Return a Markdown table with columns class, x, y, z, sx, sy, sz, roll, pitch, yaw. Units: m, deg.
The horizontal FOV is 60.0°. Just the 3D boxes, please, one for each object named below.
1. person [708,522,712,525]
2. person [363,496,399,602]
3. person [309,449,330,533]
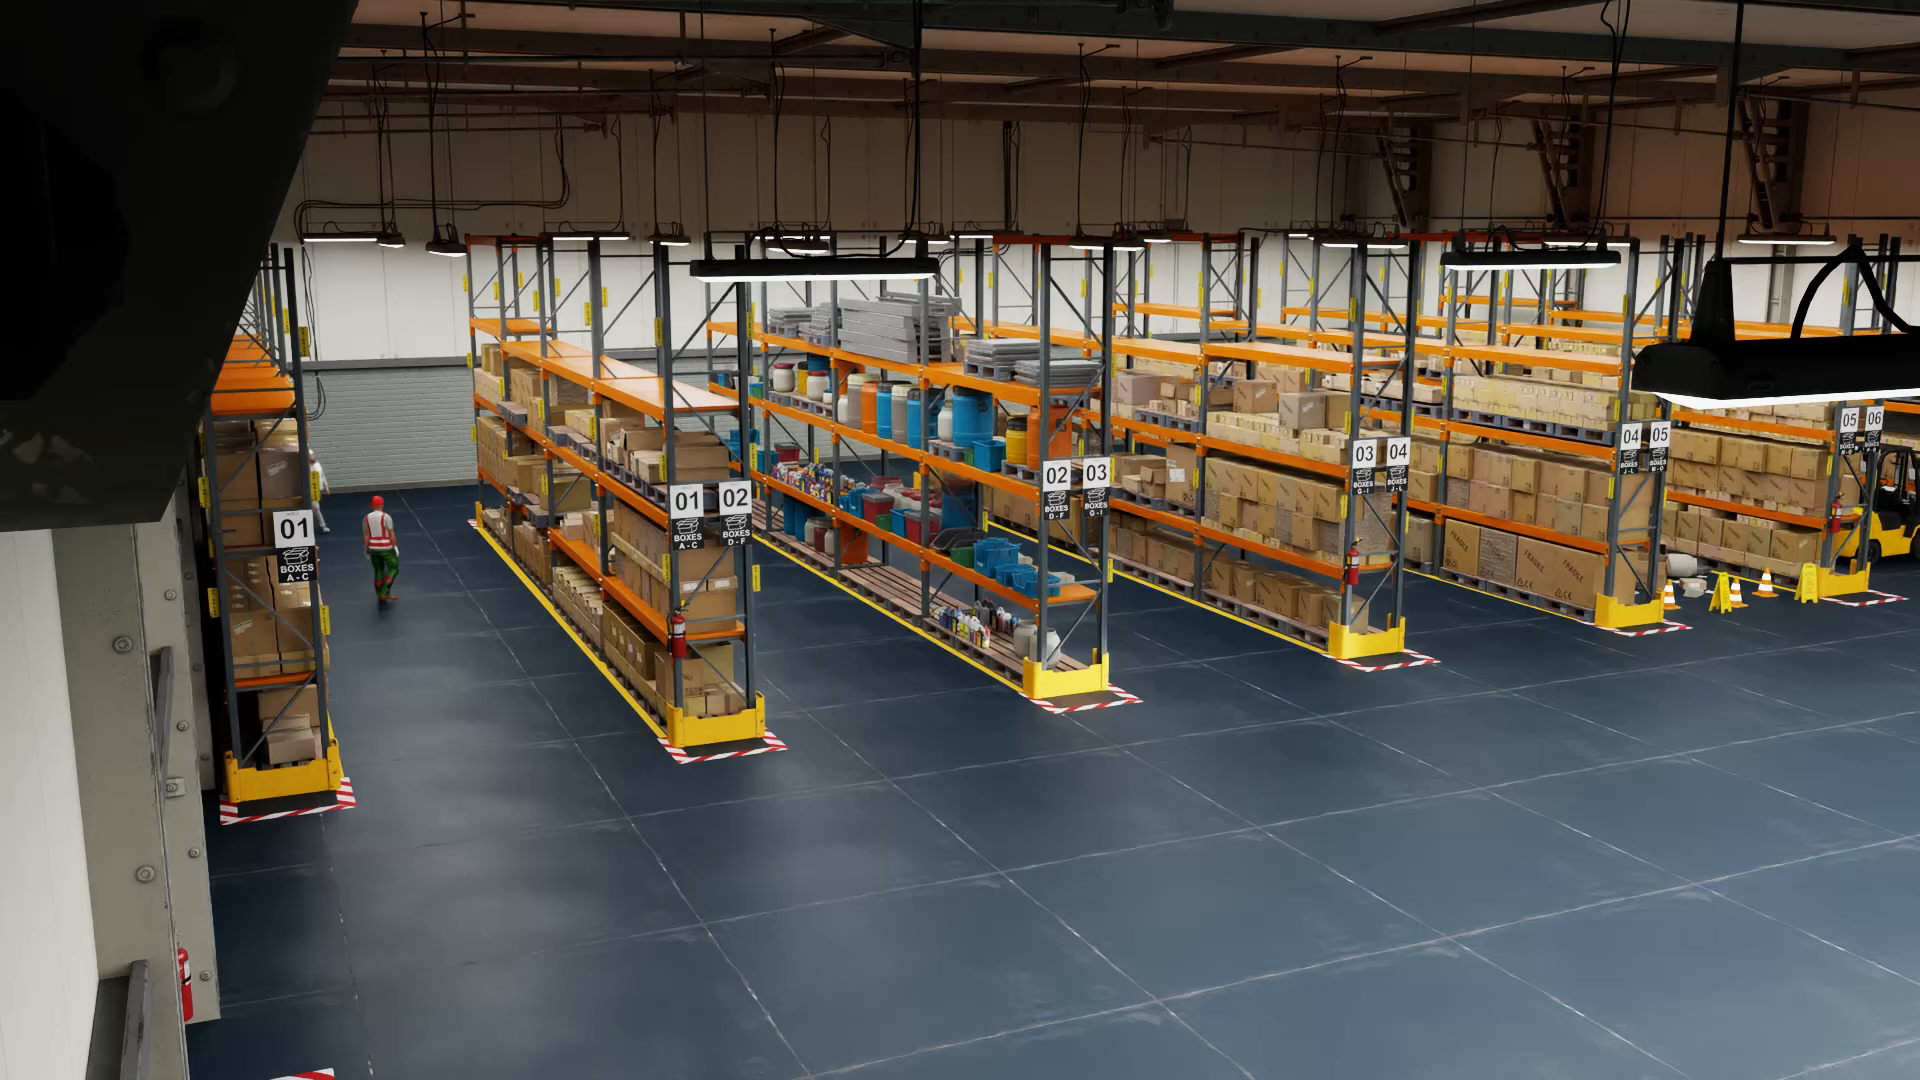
| class | x | y | z | sx | sy | sz | roll | pitch | yaw |
| --- | --- | --- | --- | --- | --- | --- | --- | --- | --- |
| person | -4.760 | -0.349 | 30.575 | 0.708 | 1.659 | 0.720 | -3 | 11 | -16 |
| person | -9.635 | 0.159 | 27.647 | 0.589 | 1.789 | 0.509 | 2 | 11 | 10 |
| person | -13.149 | -1.027 | 33.834 | 1.003 | 1.728 | 0.589 | 7 | 13 | 32 |
